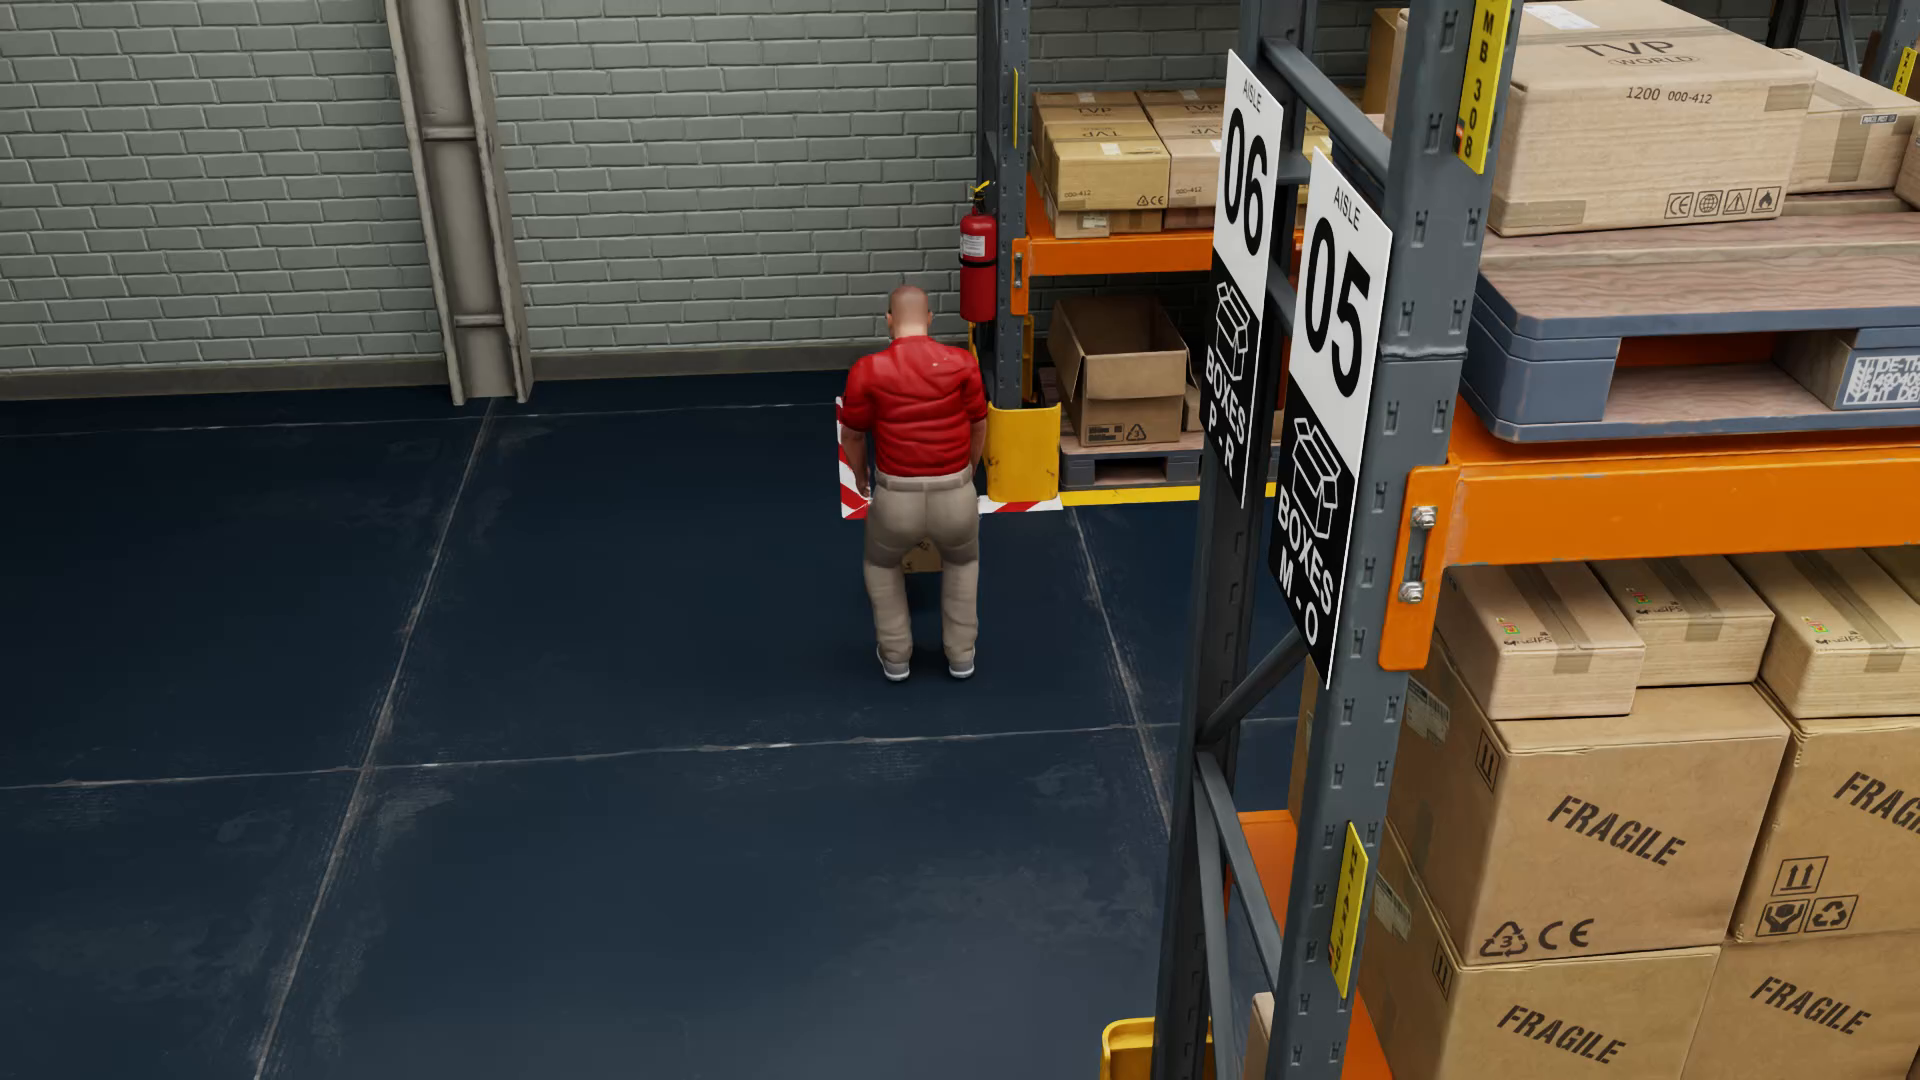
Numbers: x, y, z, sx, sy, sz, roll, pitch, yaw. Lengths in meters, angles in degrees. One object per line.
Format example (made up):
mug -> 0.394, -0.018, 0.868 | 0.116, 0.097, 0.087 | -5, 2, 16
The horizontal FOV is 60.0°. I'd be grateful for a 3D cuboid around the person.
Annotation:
person -> -0.177, -0.185, 6.572 | 0.571, 1.625, 0.503 | -2, 31, -3
